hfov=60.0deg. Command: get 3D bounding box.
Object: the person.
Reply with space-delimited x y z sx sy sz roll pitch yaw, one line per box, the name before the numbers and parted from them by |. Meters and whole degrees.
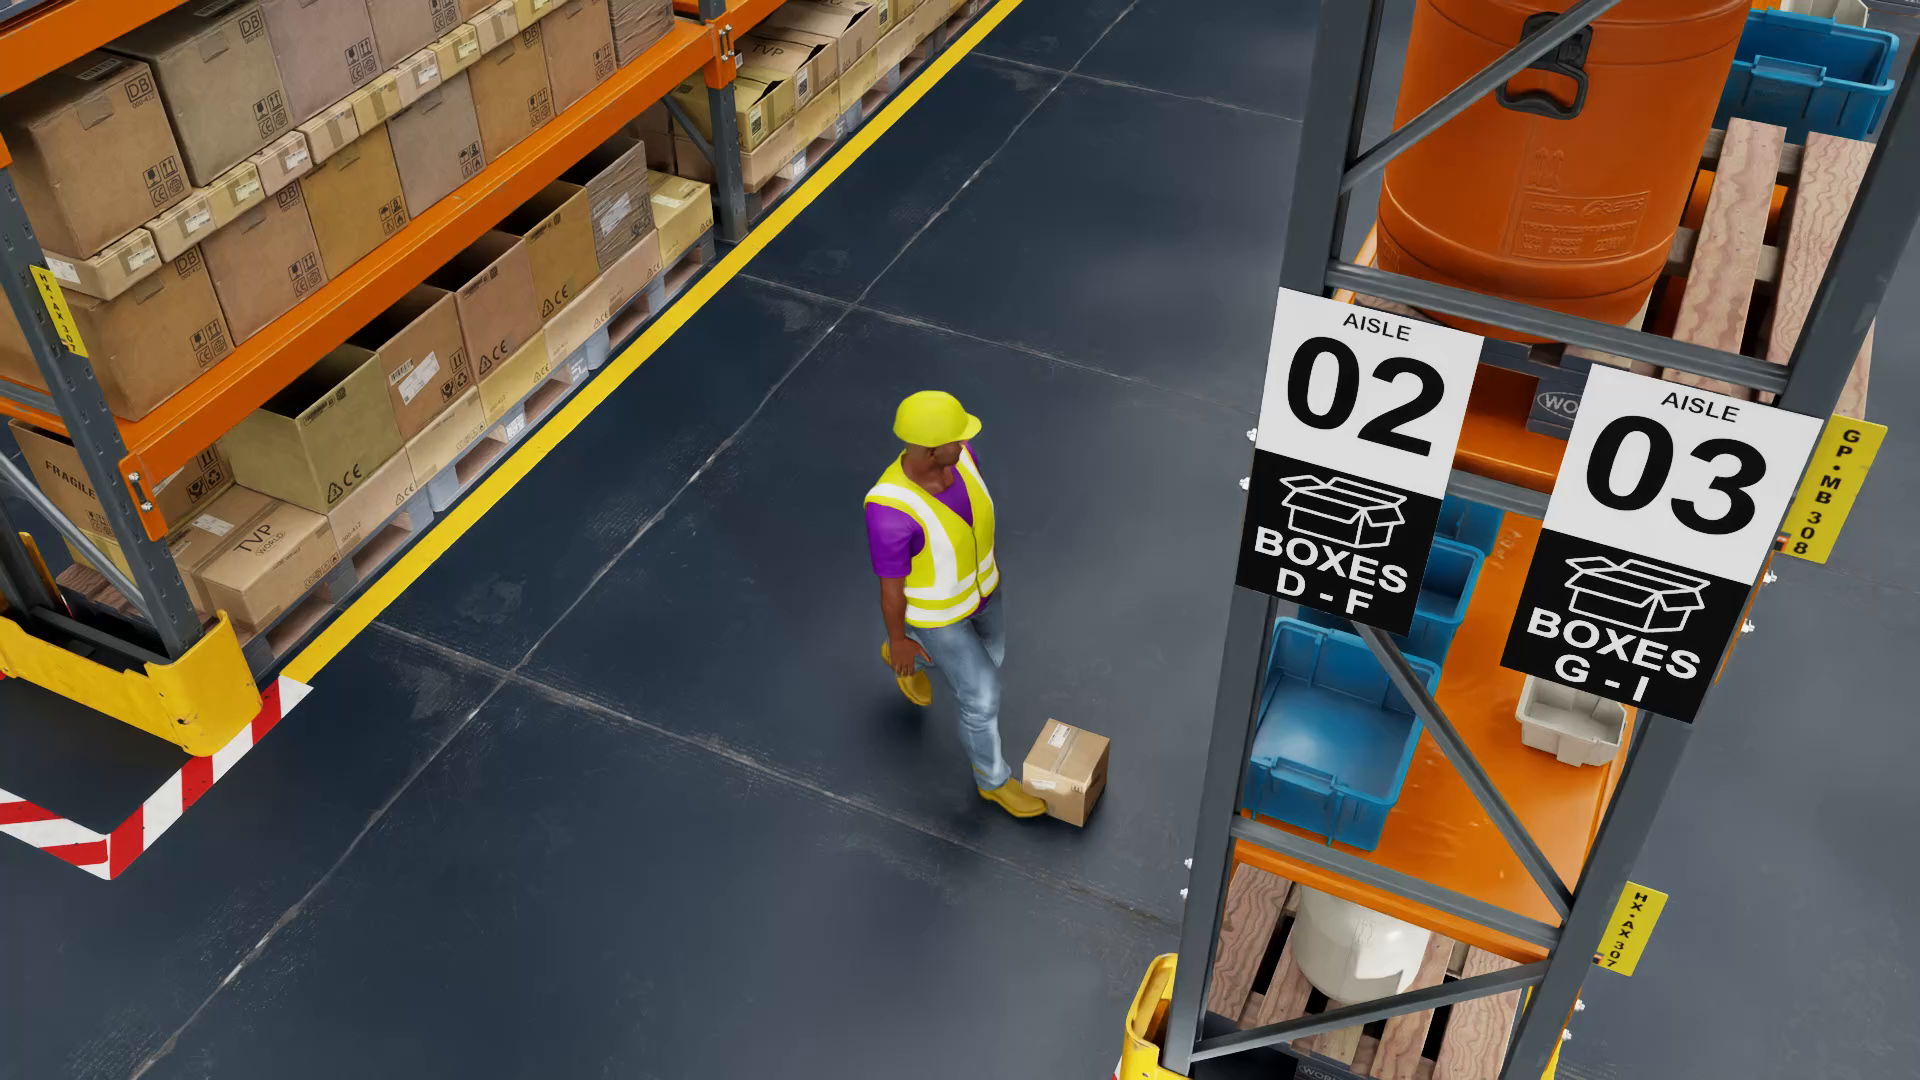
person | -0.028 0.185 5.956 0.372 1.784 0.563 18 45 19
